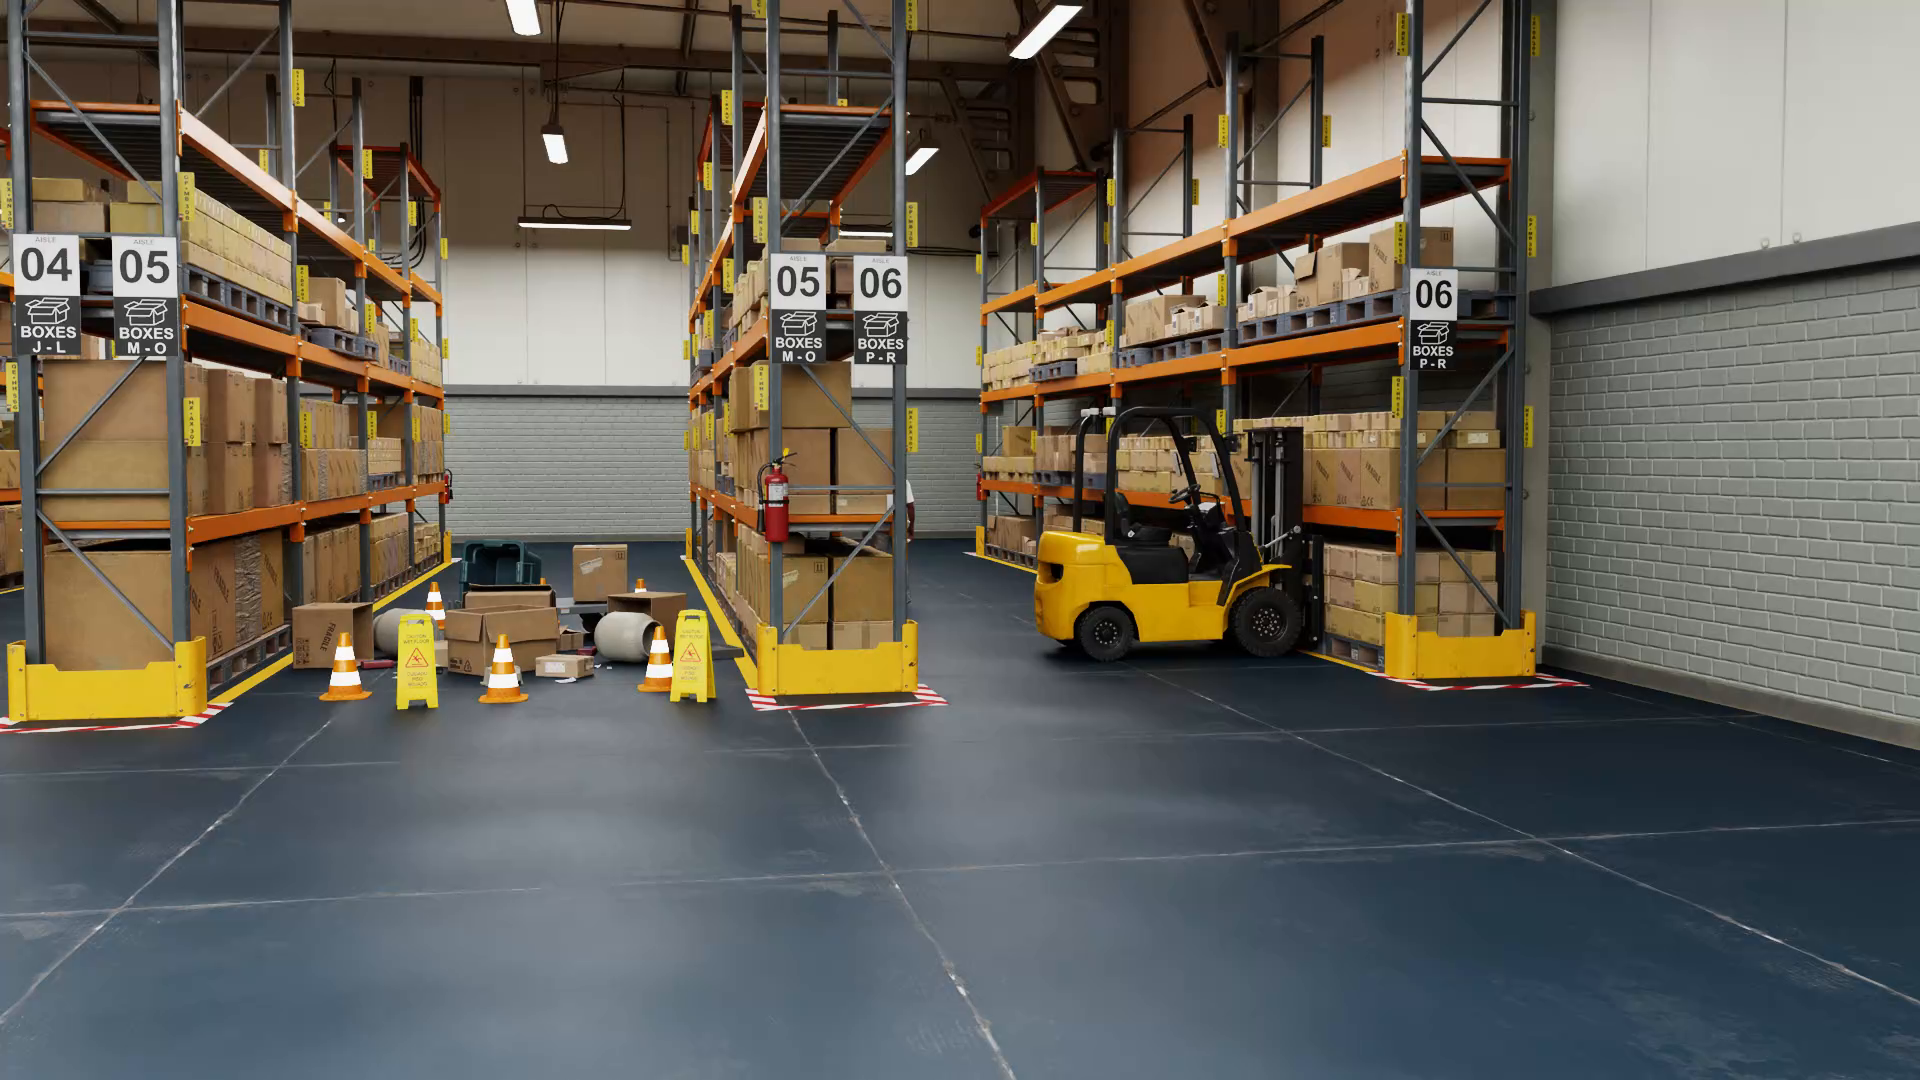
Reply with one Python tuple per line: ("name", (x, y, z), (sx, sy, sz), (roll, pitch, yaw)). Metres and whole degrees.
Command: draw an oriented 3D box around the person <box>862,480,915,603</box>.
("person", (-0.841, -0.137, 19.546), (0.638, 1.761, 0.458), (-1, 3, -15))
